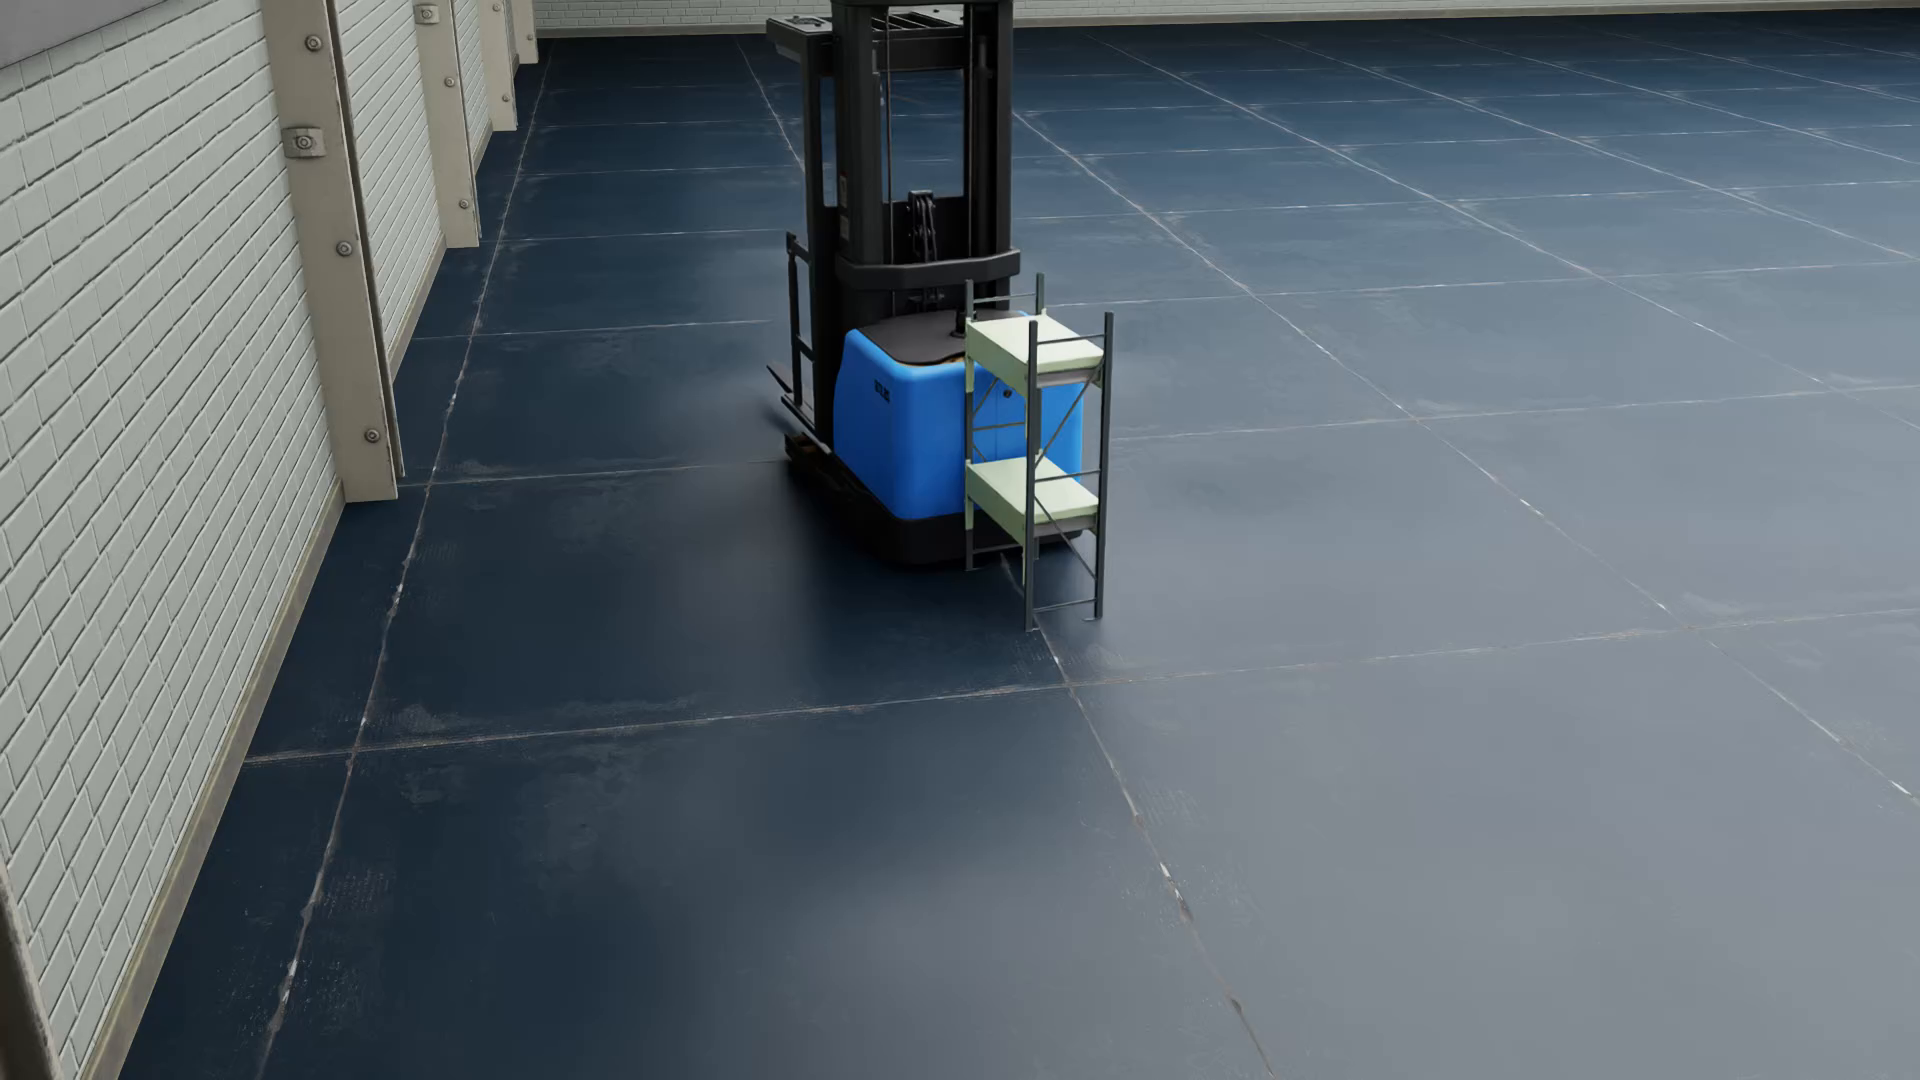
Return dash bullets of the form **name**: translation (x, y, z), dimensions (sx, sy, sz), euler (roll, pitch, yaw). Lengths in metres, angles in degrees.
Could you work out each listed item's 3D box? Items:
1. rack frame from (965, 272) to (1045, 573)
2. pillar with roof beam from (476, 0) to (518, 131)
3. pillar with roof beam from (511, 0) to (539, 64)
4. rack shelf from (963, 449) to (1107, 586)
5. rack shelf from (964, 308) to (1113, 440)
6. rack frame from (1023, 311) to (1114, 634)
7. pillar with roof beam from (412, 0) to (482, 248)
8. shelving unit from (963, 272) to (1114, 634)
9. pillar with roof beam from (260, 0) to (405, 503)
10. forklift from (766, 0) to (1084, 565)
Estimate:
- **rack frame**: translation (0.213, -0.557, 8.151), dimensions (0.400, 1.500, 0.023), euler (-9, 25, -20)
- **pillar with roof beam**: translation (-1.318, -9.457, 19.160), dimensions (9.100, 9.000, 0.400), euler (-4, 24, -10)
- **pillar with roof beam**: translation (-2.427, -11.817, 24.564), dimensions (9.100, 9.000, 0.400), euler (-4, 24, -10)
- **rack shelf**: translation (0.349, -0.122, 7.970), dimensions (0.431, 0.370, 0.720), euler (-9, 25, -20)
- **rack shelf**: translation (0.349, -0.779, 7.684), dimensions (0.431, 0.370, 0.720), euler (-9, 25, -20)
- **rack frame**: translation (0.486, -0.285, 7.529), dimensions (0.400, 1.500, 0.023), euler (-9, 25, -20)
- **pillar with roof beam**: translation (-0.208, -7.097, 13.757), dimensions (9.100, 9.000, 0.400), euler (-4, 24, -10)
- **shelving unit**: translation (0.349, -0.421, 7.840), dimensions (0.431, 1.500, 0.755), euler (-9, 25, -20)
- **pillar with roof beam**: translation (0.901, -4.737, 8.353), dimensions (9.100, 9.000, 0.400), euler (-4, 24, -10)
- **forklift**: translation (-0.382, -1.780, 9.164), dimensions (1.130, 2.935, 3.031), euler (-9, 25, -20)
